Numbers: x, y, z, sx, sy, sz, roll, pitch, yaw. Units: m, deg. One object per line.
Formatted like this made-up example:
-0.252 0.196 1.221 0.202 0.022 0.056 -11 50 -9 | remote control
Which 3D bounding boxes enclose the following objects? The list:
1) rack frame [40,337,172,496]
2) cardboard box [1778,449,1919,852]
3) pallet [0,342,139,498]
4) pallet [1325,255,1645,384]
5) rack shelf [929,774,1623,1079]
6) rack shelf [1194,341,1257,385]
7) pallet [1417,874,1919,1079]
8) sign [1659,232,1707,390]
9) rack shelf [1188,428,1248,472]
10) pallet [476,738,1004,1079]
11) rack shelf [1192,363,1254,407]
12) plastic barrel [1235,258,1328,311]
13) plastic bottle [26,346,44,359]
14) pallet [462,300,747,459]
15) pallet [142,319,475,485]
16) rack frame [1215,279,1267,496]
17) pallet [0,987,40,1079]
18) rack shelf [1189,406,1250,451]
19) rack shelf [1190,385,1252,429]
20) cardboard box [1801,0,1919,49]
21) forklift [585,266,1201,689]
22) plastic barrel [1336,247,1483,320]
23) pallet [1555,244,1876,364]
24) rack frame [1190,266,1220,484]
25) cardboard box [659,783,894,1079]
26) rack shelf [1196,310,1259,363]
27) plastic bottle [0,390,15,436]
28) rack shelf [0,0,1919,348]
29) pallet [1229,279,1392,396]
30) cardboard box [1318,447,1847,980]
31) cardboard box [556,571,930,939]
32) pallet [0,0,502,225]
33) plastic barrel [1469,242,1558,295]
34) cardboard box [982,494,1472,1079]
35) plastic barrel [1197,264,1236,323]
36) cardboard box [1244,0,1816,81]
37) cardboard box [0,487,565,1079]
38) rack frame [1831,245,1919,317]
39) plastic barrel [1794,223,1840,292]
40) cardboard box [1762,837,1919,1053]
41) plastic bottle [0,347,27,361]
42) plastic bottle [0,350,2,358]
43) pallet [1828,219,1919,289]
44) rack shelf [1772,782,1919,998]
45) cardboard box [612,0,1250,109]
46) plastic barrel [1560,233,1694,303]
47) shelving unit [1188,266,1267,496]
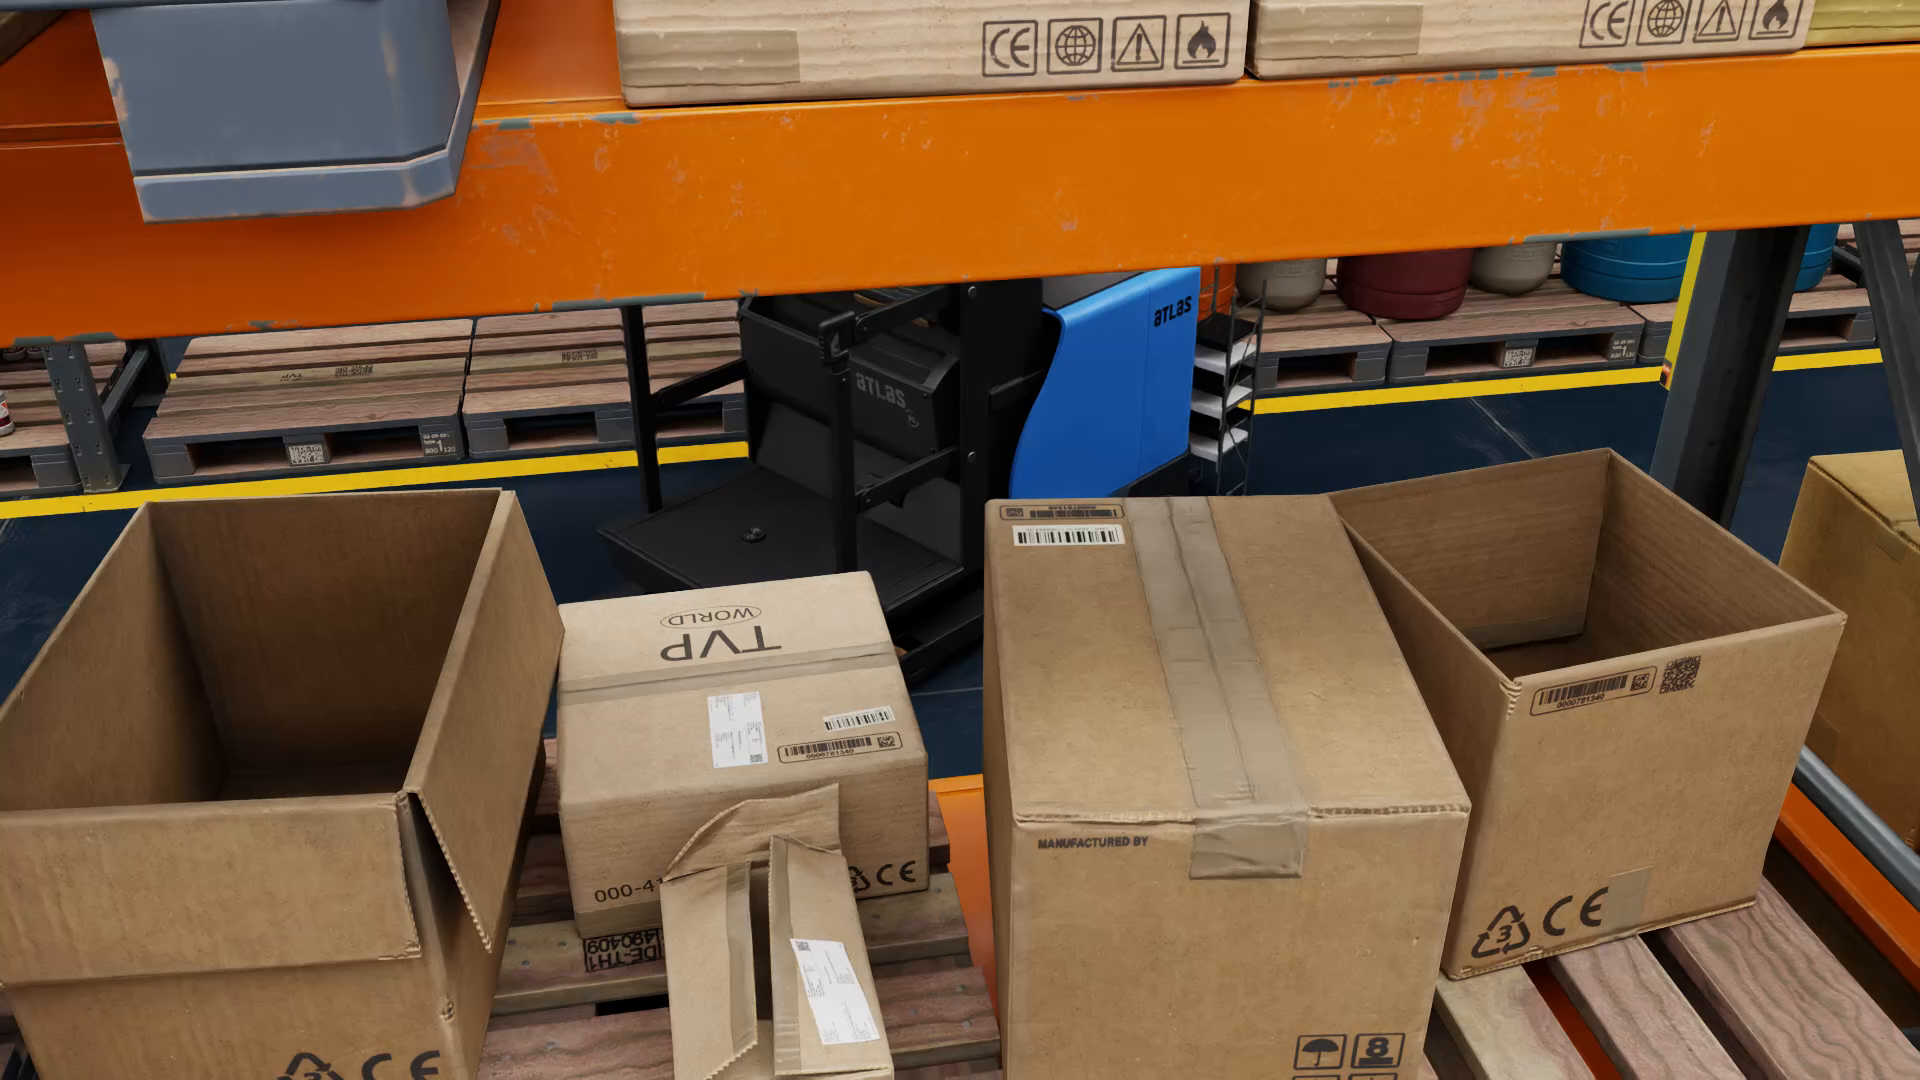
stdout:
-3.475 -1.723 6.220 0.127 3.000 1.000 -5 31 -9 | rack frame
1.792 0.170 2.903 0.500 0.500 0.500 -4 31 -7 | cardboard box
-4.144 -0.480 6.858 1.213 0.211 1.003 -5 31 -9 | pallet
2.425 -1.088 7.892 1.213 0.211 1.003 -5 31 -9 | pallet
-0.616 0.874 2.514 4.000 0.370 1.077 -5 31 -9 | rack shelf
0.971 -0.681 6.231 0.200 0.077 0.258 22 37 33 | rack shelf
0.669 0.582 2.489 1.003 0.211 1.213 -5 31 -9 | pallet
1.248 -0.394 2.818 0.005 0.325 0.100 -5 31 -9 | sign
0.971 -0.371 6.413 0.200 0.077 0.258 22 37 33 | rack shelf
-0.589 0.665 2.348 1.213 0.211 1.003 -5 31 -9 | pallet
0.971 -0.604 6.277 0.200 0.077 0.258 22 37 33 | rack shelf
1.477 -1.346 7.619 0.421 0.512 0.421 0 30 0 | plastic barrel
-3.968 -0.886 7.125 0.097 0.201 0.097 0 30 0 | plastic bottle
-1.507 -0.725 7.274 1.213 0.211 1.003 -5 31 -9 | pallet
-2.710 -0.612 7.082 1.213 0.211 1.003 -5 31 -9 | pallet
1.050 -0.523 6.250 0.006 0.900 0.240 22 37 33 | rack frame
-1.805 0.832 2.065 1.213 0.211 1.003 -5 31 -9 | pallet
0.971 -0.448 6.368 0.200 0.077 0.258 22 37 33 | rack shelf
0.971 -0.526 6.322 0.200 0.077 0.258 22 37 33 | rack shelf
0.928 -0.681 1.638 0.500 0.250 0.500 -5 31 -9 | cardboard box
-0.516 -0.979 5.023 1.130 2.935 3.031 26 39 37 | forklift
2.048 -1.386 7.612 0.708 0.588 0.600 -5 31 -9 | plastic barrel
3.627 -1.201 8.085 1.213 0.211 1.003 -5 31 -9 | pallet
0.892 -0.587 6.360 0.006 0.900 0.240 22 37 33 | rack frame
-0.240 0.545 2.081 0.258 0.266 0.396 -6 31 -10 | cardboard box
0.971 -0.759 6.186 0.200 0.077 0.258 22 37 33 | rack shelf
-3.776 -0.518 6.498 0.097 0.201 0.097 0 30 0 | plastic bottle
-0.616 -0.419 1.753 4.000 0.370 1.077 -5 31 -9 | rack shelf
1.227 -0.979 7.706 1.213 0.211 1.003 -5 31 -9 | pallet
0.827 0.227 2.392 0.500 0.500 0.500 -9 32 -15 | cardboard box
-0.339 0.304 2.508 0.500 0.250 0.500 -6 31 -10 | cardboard box
-0.937 -0.565 1.477 1.003 0.211 1.213 -5 31 -9 | pallet
2.587 -1.449 7.795 0.421 0.512 0.421 0 30 0 | plastic barrel
0.296 0.328 2.221 0.500 0.500 0.700 -1 30 -2 | cardboard box
0.937 -1.387 7.375 0.708 0.830 0.600 -5 31 -9 | plastic barrel
0.442 -0.629 1.549 0.500 0.250 0.500 -5 31 -9 | cardboard box
-0.895 0.317 2.236 0.637 0.503 0.797 -2 31 -4 | cardboard box
4.394 -2.453 7.462 0.127 3.000 1.000 -5 31 -9 | rack frame
3.856 -1.688 7.818 0.708 0.901 0.600 -5 31 -9 | plastic barrel
2.034 1.064 3.163 0.875 0.875 1.225 -7 31 -11 | cardboard box
-4.068 -0.877 7.109 0.097 0.201 0.097 0 30 0 | plastic bottle
-4.181 -0.885 7.048 0.135 0.276 0.152 -4 31 -7 | plastic bottle
5.110 -1.337 8.316 1.213 0.211 1.003 -5 31 -9 | pallet
3.319 0.509 3.135 4.000 0.370 1.077 -5 31 -9 | rack shelf
-0.052 -0.585 1.473 0.500 0.250 0.500 -4 31 -8 | cardboard box
3.159 -1.624 7.708 0.708 0.901 0.600 -5 31 -9 | plastic barrel
0.971 -0.555 6.305 0.210 0.900 0.258 22 37 33 | shelving unit
